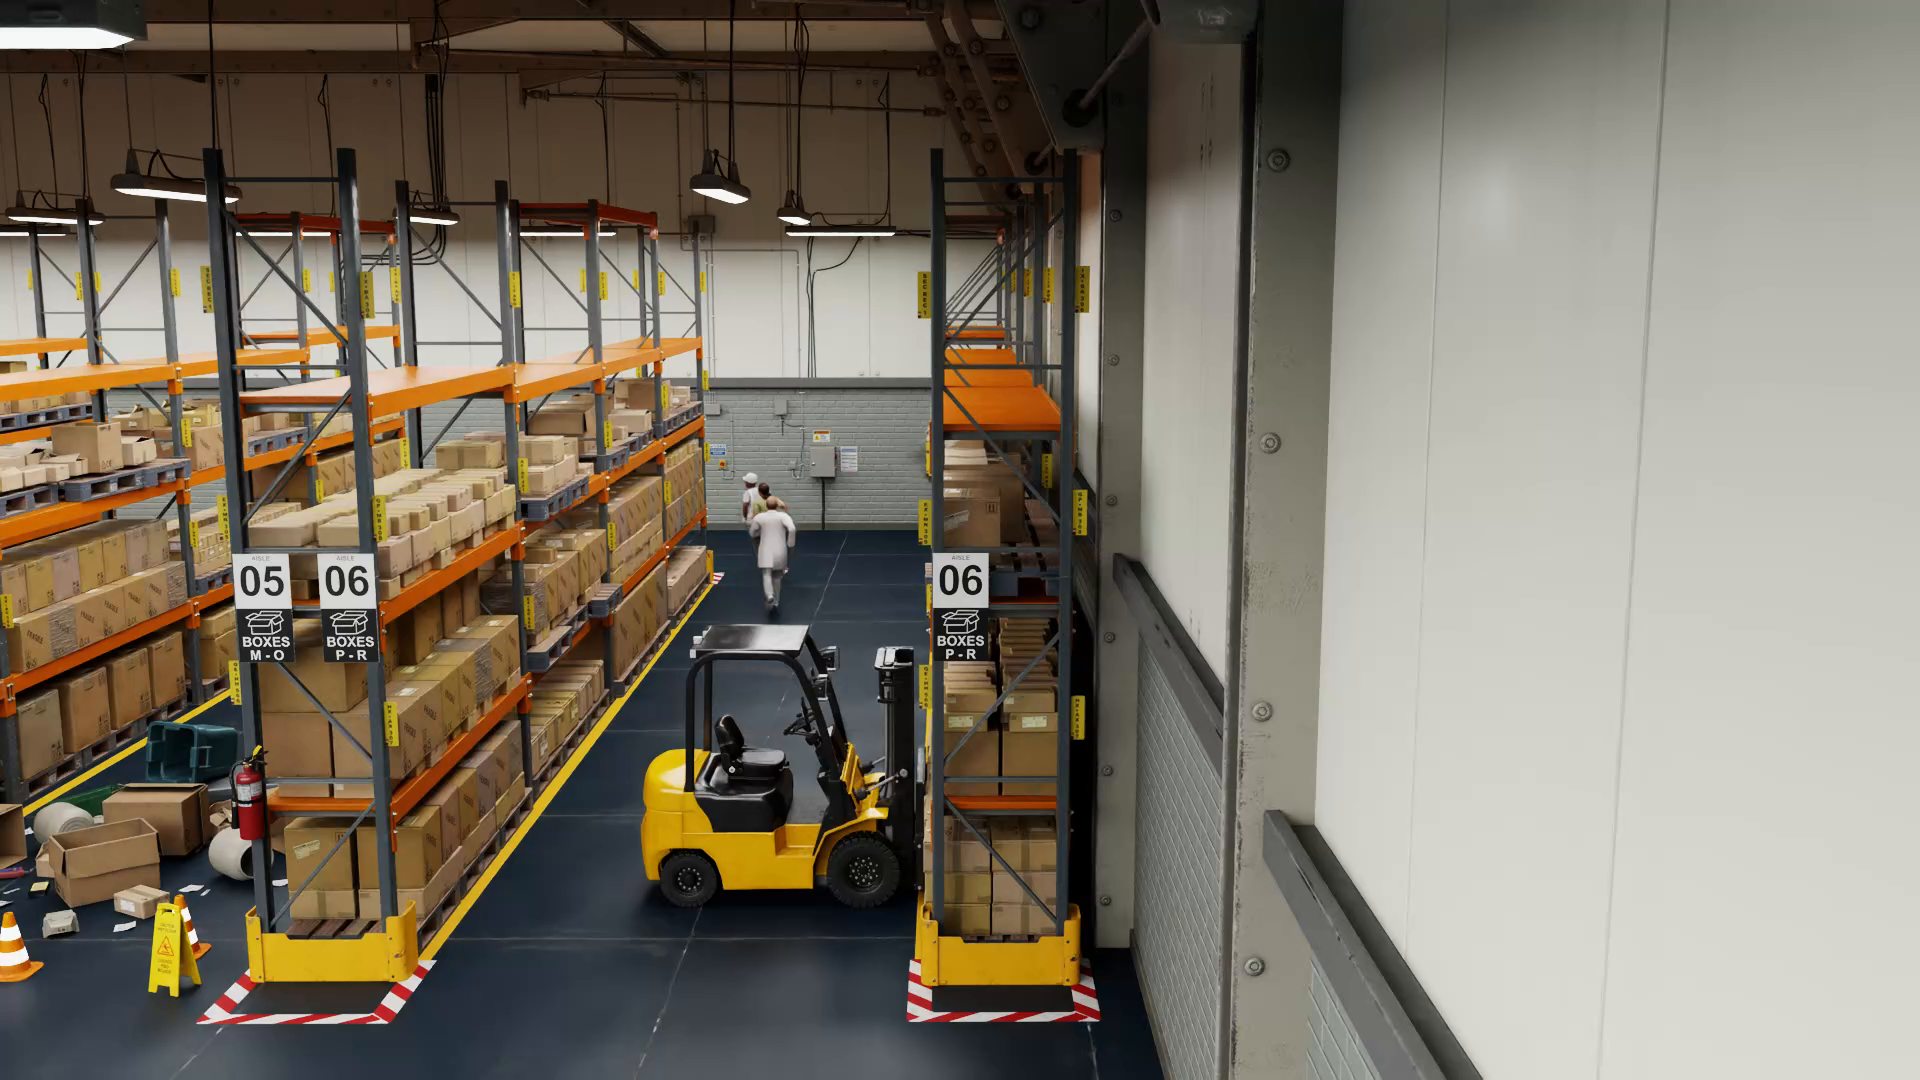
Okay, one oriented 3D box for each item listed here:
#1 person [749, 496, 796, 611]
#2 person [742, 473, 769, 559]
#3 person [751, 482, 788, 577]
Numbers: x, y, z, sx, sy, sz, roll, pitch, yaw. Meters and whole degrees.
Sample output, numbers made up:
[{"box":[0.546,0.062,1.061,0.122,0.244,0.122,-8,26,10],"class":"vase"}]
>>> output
[{"box":[-2.864,0.204,25.410,0.704,1.761,1.049,-1,9,-8],"class":"person"},{"box":[-3.591,-0.333,29.038,0.670,1.736,0.857,-5,10,-27],"class":"person"},{"box":[-3.253,-0.143,28.152,0.592,1.672,0.906,-6,11,-33],"class":"person"}]
